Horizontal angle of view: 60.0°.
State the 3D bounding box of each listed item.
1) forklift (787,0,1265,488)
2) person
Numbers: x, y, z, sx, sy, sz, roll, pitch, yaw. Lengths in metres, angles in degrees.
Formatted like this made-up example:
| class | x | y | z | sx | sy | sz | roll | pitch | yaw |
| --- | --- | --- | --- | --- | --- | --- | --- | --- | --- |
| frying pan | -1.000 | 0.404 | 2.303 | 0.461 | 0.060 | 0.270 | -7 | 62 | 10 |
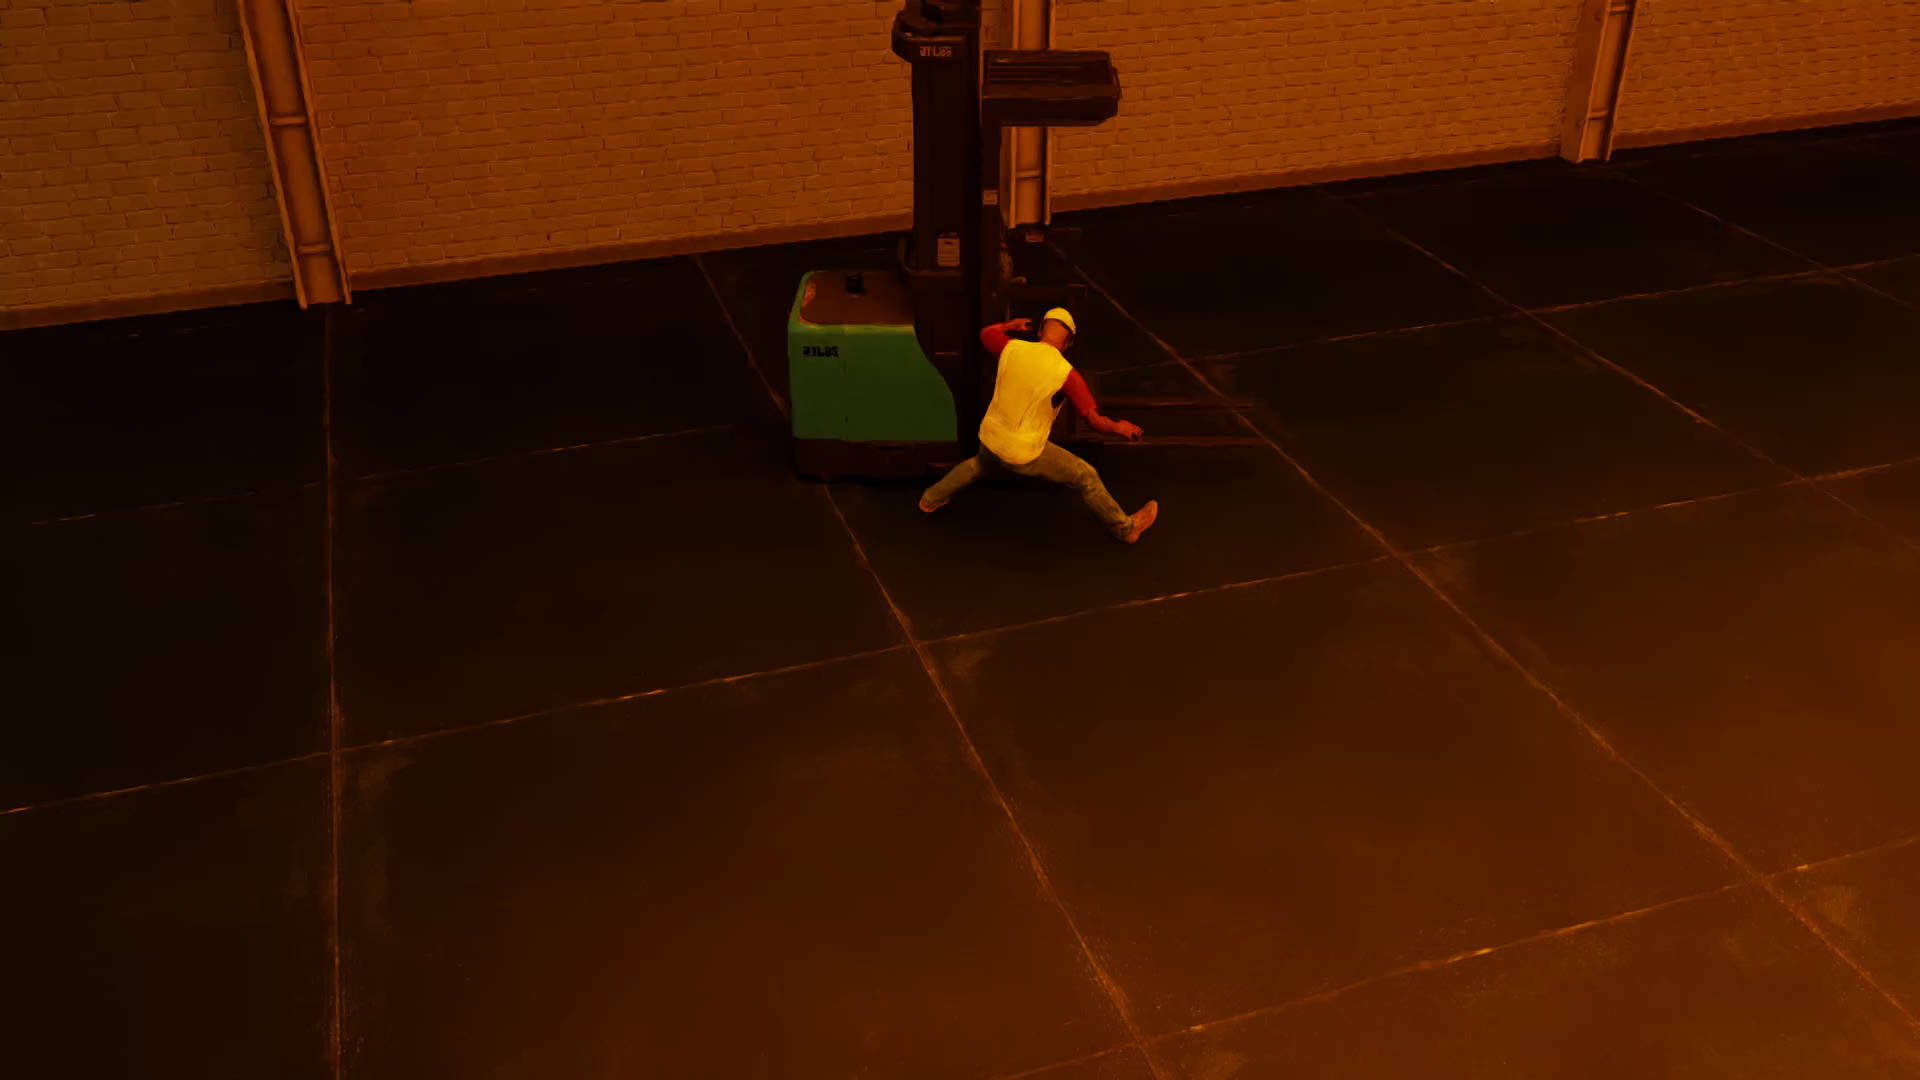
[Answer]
| class | x | y | z | sx | sy | sz | roll | pitch | yaw |
| --- | --- | --- | --- | --- | --- | --- | --- | --- | --- |
| forklift | 0.445 | -1.873 | 10.343 | 3.031 | 2.935 | 1.130 | 1 | 30 | 1 |
| person | 0.446 | -0.705 | 9.862 | 0.920 | 1.405 | 1.298 | -22 | 37 | -34 |
